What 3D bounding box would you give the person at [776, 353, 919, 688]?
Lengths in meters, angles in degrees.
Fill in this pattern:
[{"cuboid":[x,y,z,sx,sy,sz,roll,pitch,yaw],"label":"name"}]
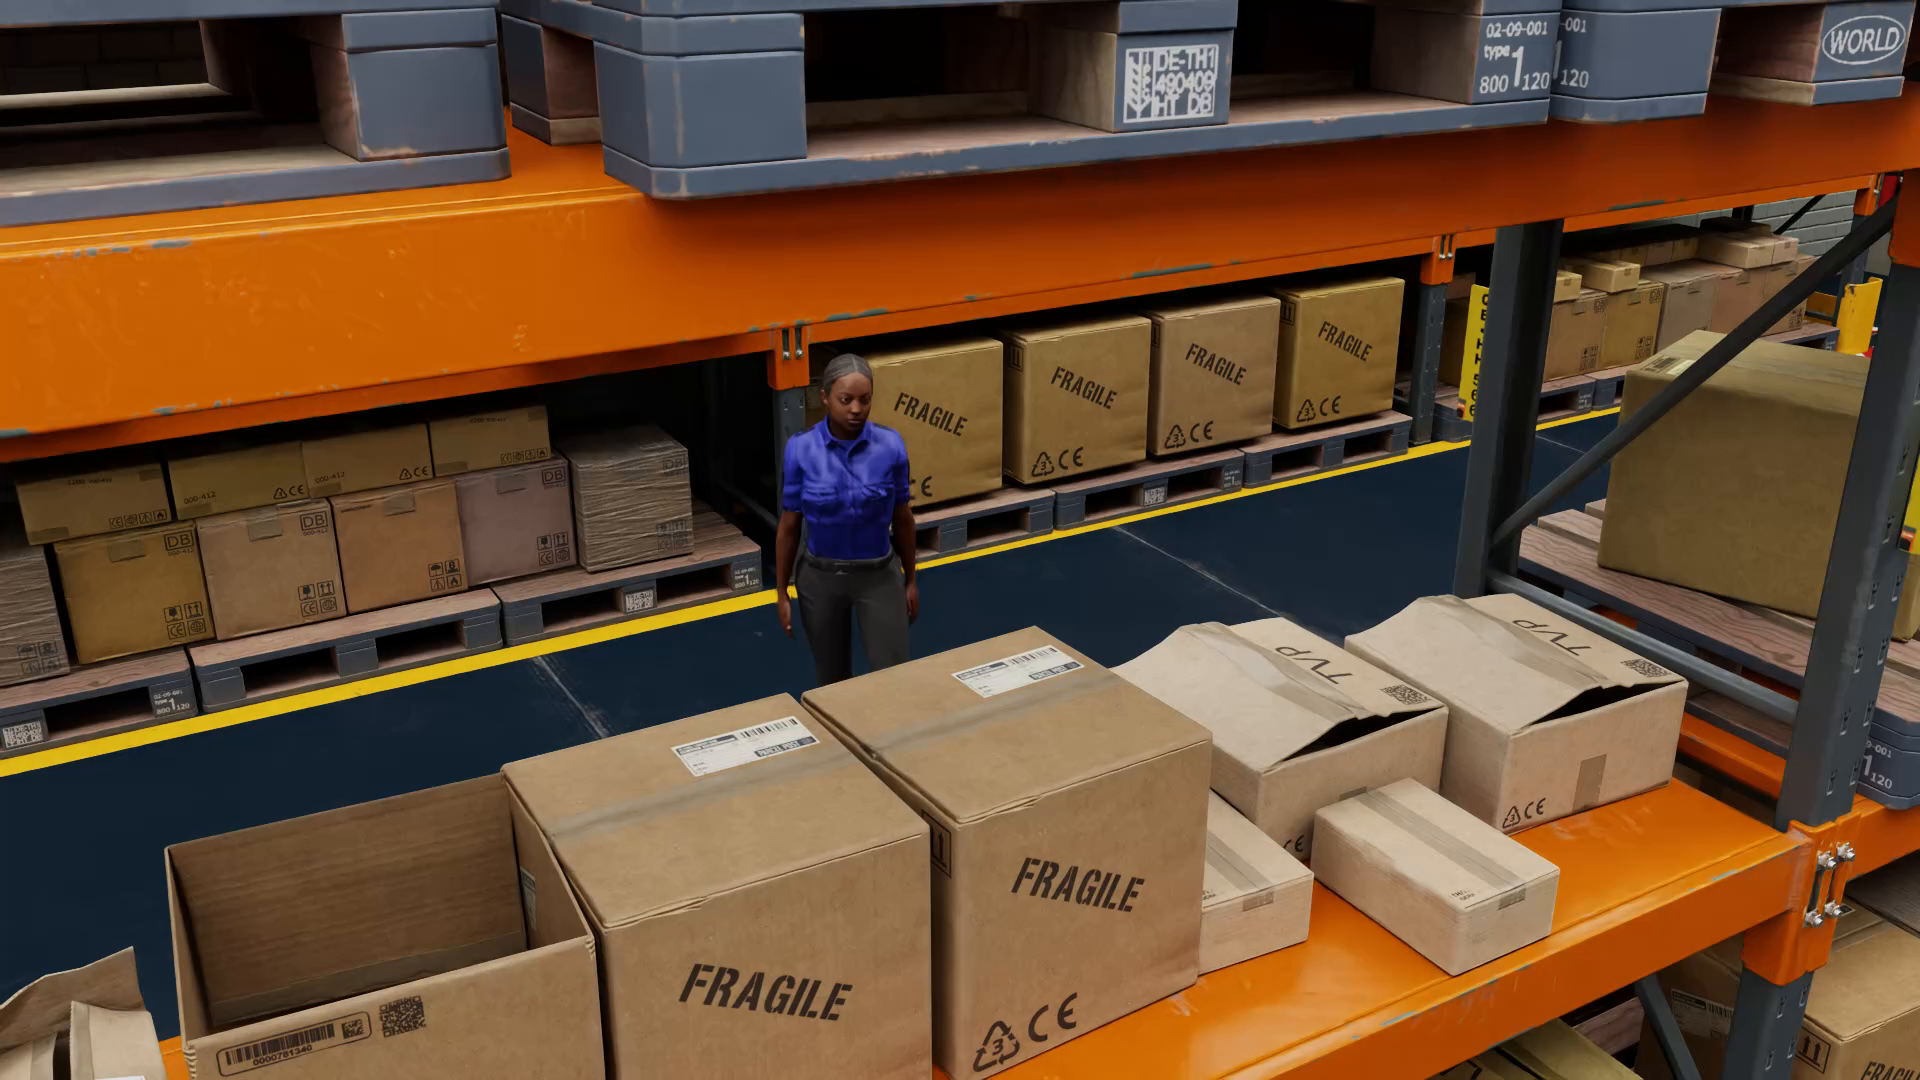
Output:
[{"cuboid":[-0.366,0.193,5.593,0.504,1.650,0.585,-1,22,-1],"label":"person"}]
